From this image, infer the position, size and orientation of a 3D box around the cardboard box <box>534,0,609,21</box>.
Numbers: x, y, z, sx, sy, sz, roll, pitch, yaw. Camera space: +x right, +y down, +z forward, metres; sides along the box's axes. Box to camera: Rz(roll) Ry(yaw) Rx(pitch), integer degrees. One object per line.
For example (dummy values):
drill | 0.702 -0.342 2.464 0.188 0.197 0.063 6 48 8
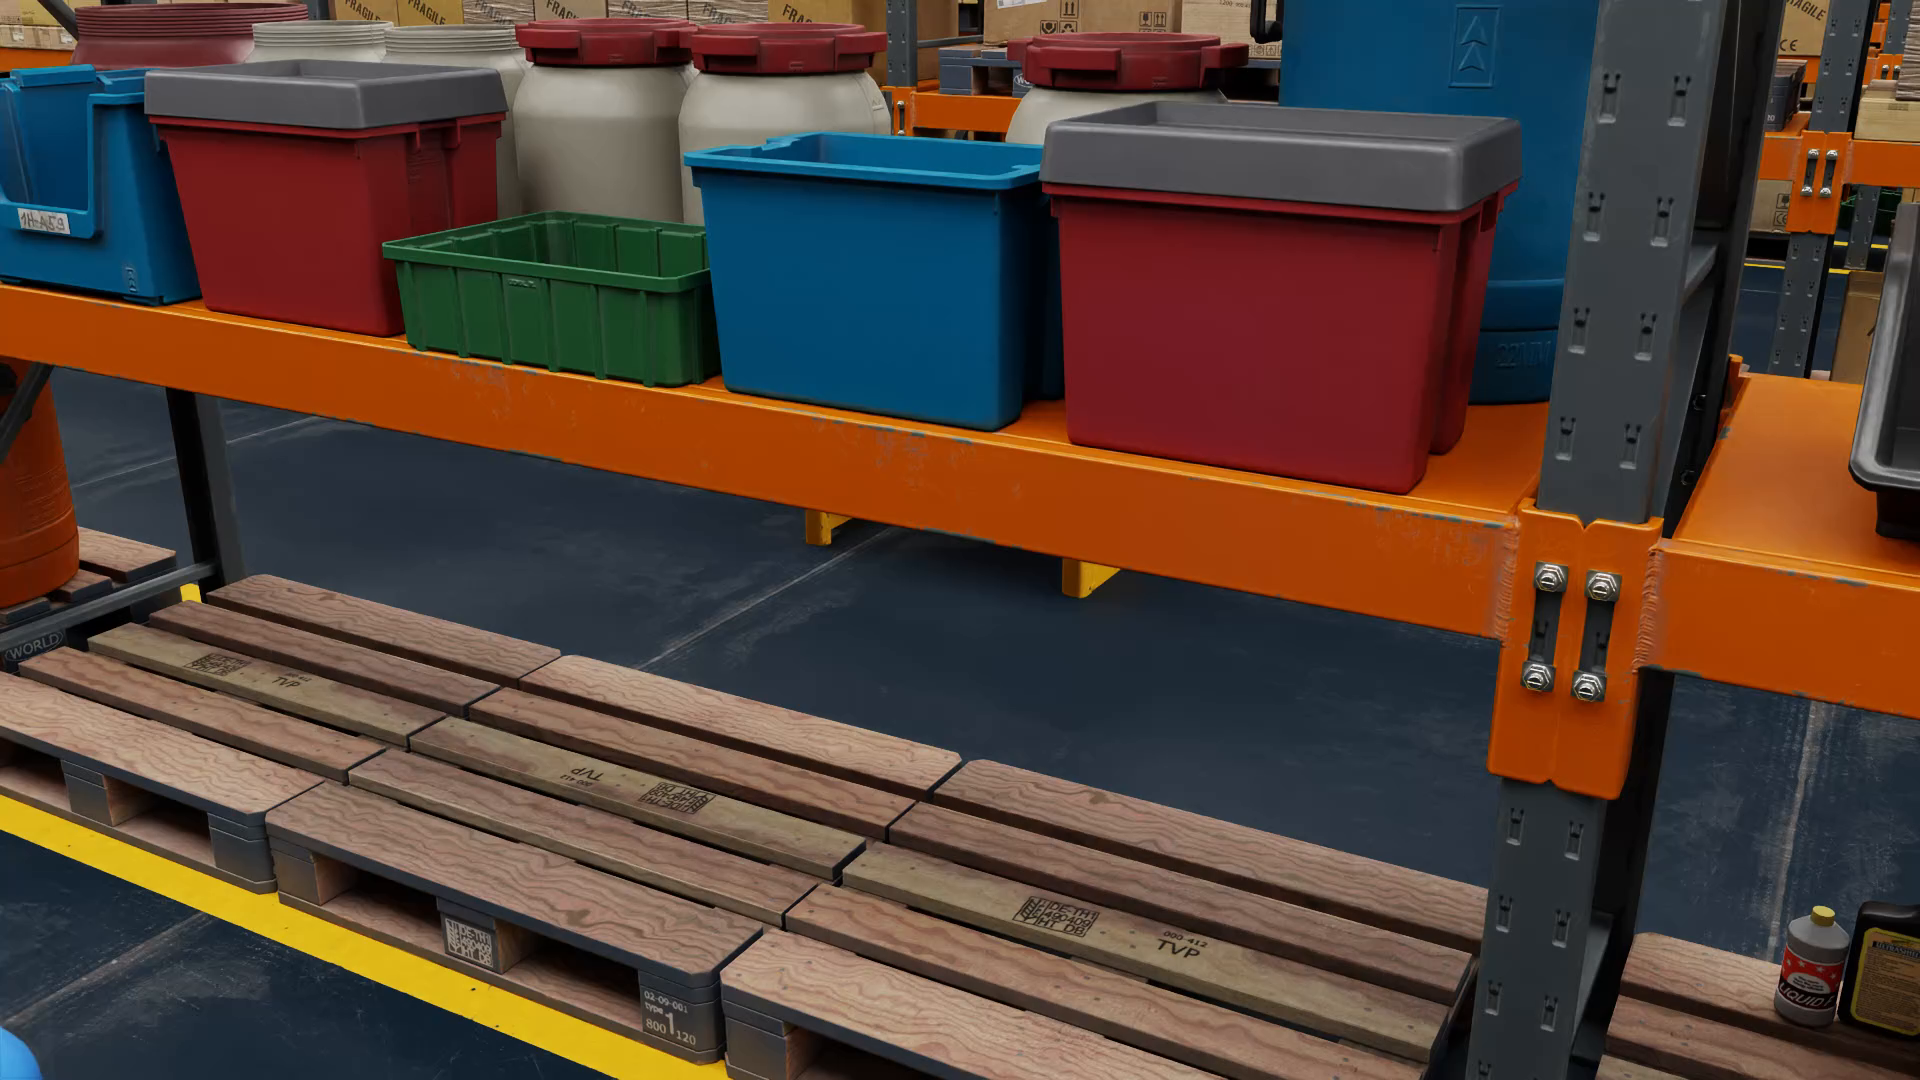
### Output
cardboard box | -1.939 -2.792 9.016 0.500 0.500 0.500 11 23 28

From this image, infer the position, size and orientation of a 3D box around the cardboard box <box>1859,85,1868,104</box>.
cardboard box | 7.427 -3.412 13.429 0.500 0.500 0.500 11 23 27

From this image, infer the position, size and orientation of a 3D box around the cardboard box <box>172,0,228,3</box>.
cardboard box | -4.515 -3.297 10.338 0.500 0.250 0.500 12 23 29

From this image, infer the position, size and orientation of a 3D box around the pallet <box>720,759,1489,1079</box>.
pallet | 0.315 0.850 3.212 1.213 0.211 1.003 11 23 27

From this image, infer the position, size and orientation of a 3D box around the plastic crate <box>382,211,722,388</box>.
plastic crate | -0.638 -0.448 3.011 0.662 0.188 0.450 11 23 27

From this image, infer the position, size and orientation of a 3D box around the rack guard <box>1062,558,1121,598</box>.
rack guard | 0.501 -0.022 5.559 0.087 0.250 0.587 11 23 27

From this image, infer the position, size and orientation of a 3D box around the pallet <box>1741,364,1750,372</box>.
pallet | 2.755 -0.634 7.304 1.213 0.211 1.003 11 23 27

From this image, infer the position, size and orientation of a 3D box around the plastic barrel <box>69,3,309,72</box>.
plastic barrel | -1.919 -1.084 4.255 0.708 0.536 0.600 11 23 27

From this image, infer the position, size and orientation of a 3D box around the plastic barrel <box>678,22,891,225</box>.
plastic barrel | -0.349 -0.752 3.340 0.433 0.535 0.433 0 20 0

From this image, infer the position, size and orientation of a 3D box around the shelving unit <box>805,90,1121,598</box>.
shelving unit | 0.067 -0.692 5.574 1.083 1.500 0.587 11 23 27

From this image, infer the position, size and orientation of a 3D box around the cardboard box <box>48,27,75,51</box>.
cardboard box | -5.768 -3.323 10.996 0.250 0.149 0.380 11 22 27

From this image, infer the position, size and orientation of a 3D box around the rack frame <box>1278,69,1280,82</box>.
rack frame | 2.451 -3.941 12.331 0.127 3.000 1.000 11 23 27

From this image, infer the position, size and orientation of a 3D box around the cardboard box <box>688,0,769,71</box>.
cardboard box | -1.041 -2.621 8.546 0.500 0.500 0.500 11 22 27

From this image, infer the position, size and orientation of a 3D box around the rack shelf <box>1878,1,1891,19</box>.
rack shelf | 8.940 -6.239 19.721 4.000 0.370 1.077 11 23 27

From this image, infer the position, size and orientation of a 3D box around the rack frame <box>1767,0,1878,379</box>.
rack frame | 3.435 -1.816 6.473 0.127 3.000 1.000 11 23 27

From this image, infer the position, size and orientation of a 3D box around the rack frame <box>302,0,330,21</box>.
rack frame | -3.549 -3.147 10.141 0.127 3.000 1.000 11 23 27

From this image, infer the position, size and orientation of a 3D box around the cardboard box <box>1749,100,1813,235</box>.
cardboard box | 5.357 -2.492 11.020 0.750 0.750 1.050 11 23 27

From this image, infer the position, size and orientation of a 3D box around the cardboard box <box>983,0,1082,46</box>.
cardboard box | 0.434 -2.648 8.004 0.500 0.500 0.500 8 21 21

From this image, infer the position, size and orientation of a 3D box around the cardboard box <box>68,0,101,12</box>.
cardboard box | -5.401 -3.467 10.807 0.500 0.250 0.500 10 22 26

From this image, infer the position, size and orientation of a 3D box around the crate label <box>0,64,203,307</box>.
crate label | -1.737 -0.778 3.559 0.616 0.435 0.502 11 23 27

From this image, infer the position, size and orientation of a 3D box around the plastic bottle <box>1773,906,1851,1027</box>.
plastic bottle | 1.489 0.735 2.900 0.097 0.201 0.097 0 20 0

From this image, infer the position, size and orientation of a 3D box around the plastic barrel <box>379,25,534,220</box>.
plastic barrel | -1.102 -0.882 3.734 0.421 0.512 0.421 0 20 0

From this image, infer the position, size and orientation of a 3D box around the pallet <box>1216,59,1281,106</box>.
pallet | 1.692 -2.074 7.466 1.213 0.211 1.003 11 23 27

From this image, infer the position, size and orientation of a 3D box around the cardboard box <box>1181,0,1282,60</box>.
cardboard box | 1.294 -2.261 7.304 0.500 0.250 0.500 10 22 26

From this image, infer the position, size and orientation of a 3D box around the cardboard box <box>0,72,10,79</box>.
cardboard box | -6.443 -2.928 12.038 0.875 0.875 0.875 11 23 27

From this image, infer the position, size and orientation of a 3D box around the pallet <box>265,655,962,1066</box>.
pallet | -0.754 0.648 3.770 1.213 0.211 1.003 11 23 27

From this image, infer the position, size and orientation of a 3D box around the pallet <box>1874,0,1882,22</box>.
pallet | 7.672 -4.847 15.109 1.213 0.211 1.003 11 23 27

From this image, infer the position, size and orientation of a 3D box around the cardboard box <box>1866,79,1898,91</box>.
cardboard box | 3.767 -1.750 6.659 0.250 0.149 0.380 11 23 27

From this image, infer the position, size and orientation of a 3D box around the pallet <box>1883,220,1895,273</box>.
pallet | 6.568 -1.815 10.560 1.213 0.211 1.003 11 23 27

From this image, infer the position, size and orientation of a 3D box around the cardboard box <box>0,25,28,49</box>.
cardboard box | -6.215 -3.409 11.232 0.250 0.149 0.380 10 22 26

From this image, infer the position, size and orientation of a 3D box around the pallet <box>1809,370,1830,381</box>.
pallet | 4.039 -0.404 6.670 1.213 0.211 1.003 11 23 27

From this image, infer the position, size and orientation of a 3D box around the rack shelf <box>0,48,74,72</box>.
rack shelf | -5.295 -3.141 11.180 4.000 0.370 1.077 11 23 27

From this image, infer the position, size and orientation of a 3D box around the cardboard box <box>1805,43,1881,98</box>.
cardboard box | 10.225 -5.409 19.245 0.625 0.625 0.875 12 23 30

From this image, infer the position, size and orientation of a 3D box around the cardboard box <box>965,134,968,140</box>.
cardboard box | -0.063 -3.339 13.722 0.500 0.500 0.500 12 23 30

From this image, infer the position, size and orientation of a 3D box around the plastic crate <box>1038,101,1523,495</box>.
plastic crate | 0.448 -0.361 2.368 0.583 0.464 0.402 11 23 27

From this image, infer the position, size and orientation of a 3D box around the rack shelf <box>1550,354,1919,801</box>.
rack shelf | 2.766 0.329 1.614 4.000 0.370 1.077 11 23 27

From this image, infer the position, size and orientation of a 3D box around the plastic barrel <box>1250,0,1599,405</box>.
plastic barrel | 0.830 -0.732 2.749 0.708 0.901 0.600 11 23 27

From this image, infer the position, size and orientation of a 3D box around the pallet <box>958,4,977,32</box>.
pallet | 0.702 -4.168 13.238 1.213 0.211 1.003 11 23 27

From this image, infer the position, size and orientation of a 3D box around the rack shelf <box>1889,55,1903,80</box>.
rack shelf | 7.689 -2.605 9.703 4.000 0.370 1.077 11 23 27

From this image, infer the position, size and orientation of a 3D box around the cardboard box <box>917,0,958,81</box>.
cardboard box | -0.348 -2.690 8.736 0.500 0.500 0.500 12 23 29

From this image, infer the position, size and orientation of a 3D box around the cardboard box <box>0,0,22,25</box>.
cardboard box | -6.296 -3.636 11.275 0.500 0.250 0.500 10 22 27

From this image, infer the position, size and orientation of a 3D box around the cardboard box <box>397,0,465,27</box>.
cardboard box | -2.830 -2.959 9.478 0.500 0.500 0.500 11 23 27

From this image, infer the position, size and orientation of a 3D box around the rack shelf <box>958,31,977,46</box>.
rack shelf | 0.704 -3.936 13.371 4.000 0.370 1.077 11 23 27

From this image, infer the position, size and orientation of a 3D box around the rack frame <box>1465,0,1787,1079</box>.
rack frame | 1.020 -0.342 2.408 0.127 3.000 1.000 11 23 27

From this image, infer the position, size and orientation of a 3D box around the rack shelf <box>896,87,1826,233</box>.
rack shelf | 1.689 -1.811 7.513 4.000 0.370 1.077 11 23 27

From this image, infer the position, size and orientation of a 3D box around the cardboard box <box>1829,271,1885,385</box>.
cardboard box | 3.765 -0.760 6.612 0.500 0.500 0.500 10 22 26

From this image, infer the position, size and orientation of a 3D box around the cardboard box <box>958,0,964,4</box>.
cardboard box | -0.020 -4.312 13.106 0.250 0.149 0.380 10 22 25
